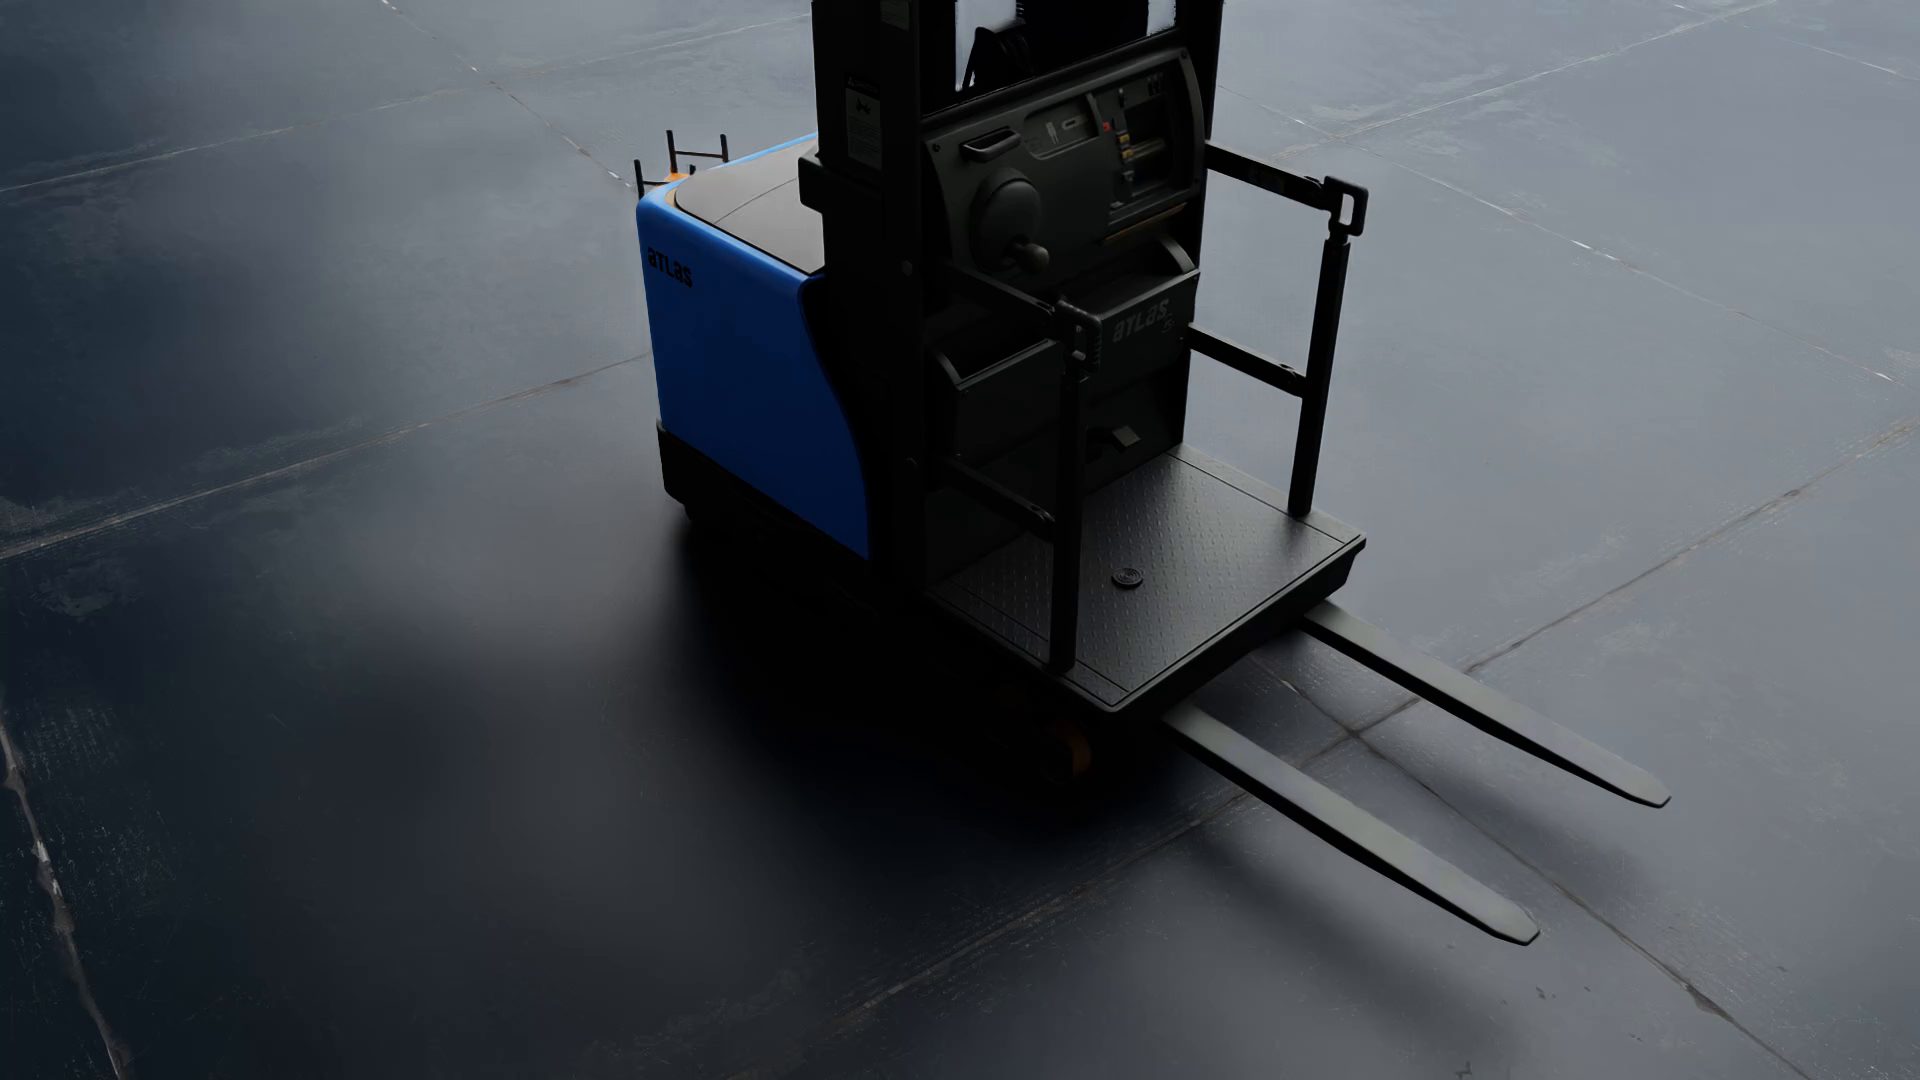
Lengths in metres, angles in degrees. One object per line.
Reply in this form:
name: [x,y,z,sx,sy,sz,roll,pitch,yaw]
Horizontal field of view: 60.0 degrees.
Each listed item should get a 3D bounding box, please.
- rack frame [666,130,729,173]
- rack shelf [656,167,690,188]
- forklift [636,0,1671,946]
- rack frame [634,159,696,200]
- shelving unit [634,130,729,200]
rack frame: [-0.817,-0.853,5.532,0.200,1.050,0.008,8,36,14]
rack shelf: [-0.857,-1.008,5.279,0.215,0.259,0.240,8,36,14]
forklift: [0.428,-0.893,3.982,1.130,2.935,3.031,-29,45,-34]
rack frame: [-0.882,-0.716,5.342,0.200,1.050,0.008,8,36,14]
shelving unit: [-0.850,-0.785,5.437,0.215,1.050,0.252,8,36,14]
